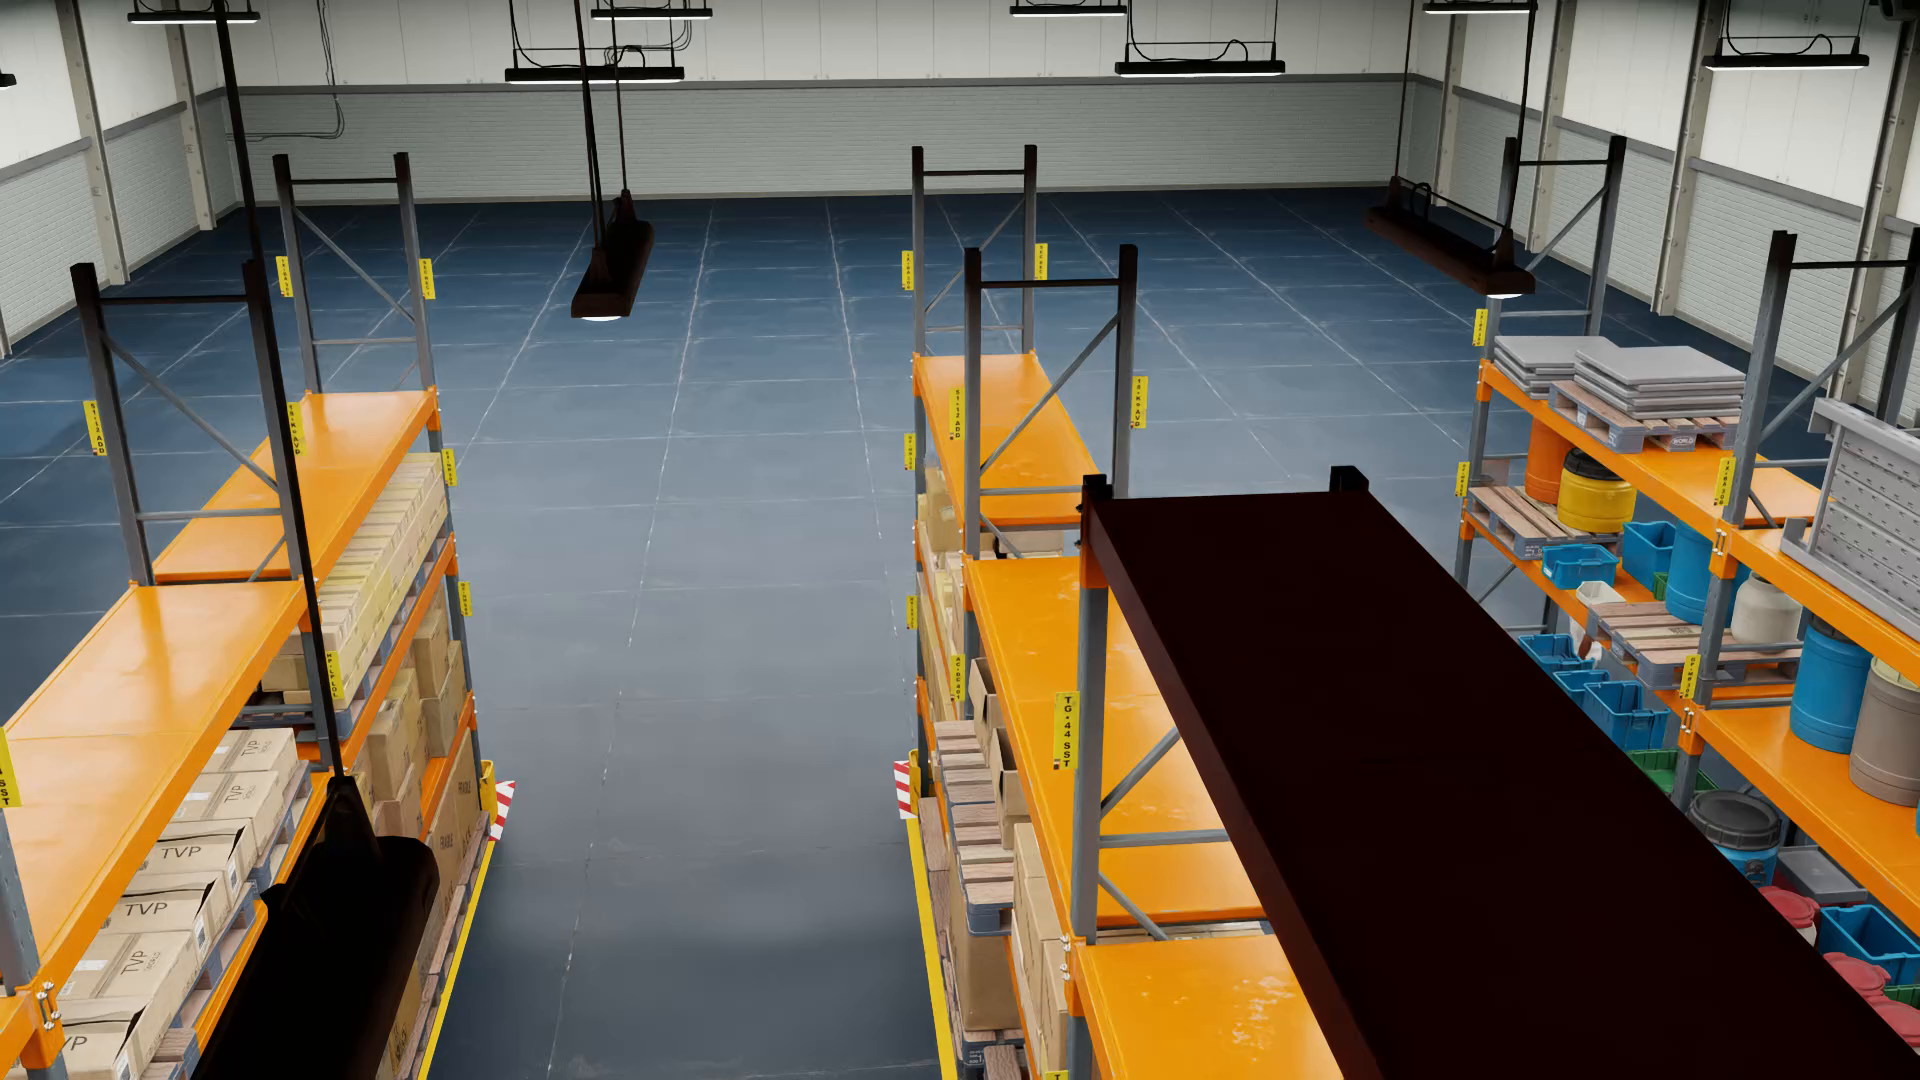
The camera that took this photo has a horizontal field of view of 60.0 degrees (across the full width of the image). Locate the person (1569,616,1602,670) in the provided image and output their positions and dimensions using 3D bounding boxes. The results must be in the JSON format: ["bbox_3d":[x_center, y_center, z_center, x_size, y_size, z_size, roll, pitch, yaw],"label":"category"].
[{"bbox_3d":[6.229,1.118,16.452,0.806,1.735,0.601,7,23,18],"label":"person"}]
